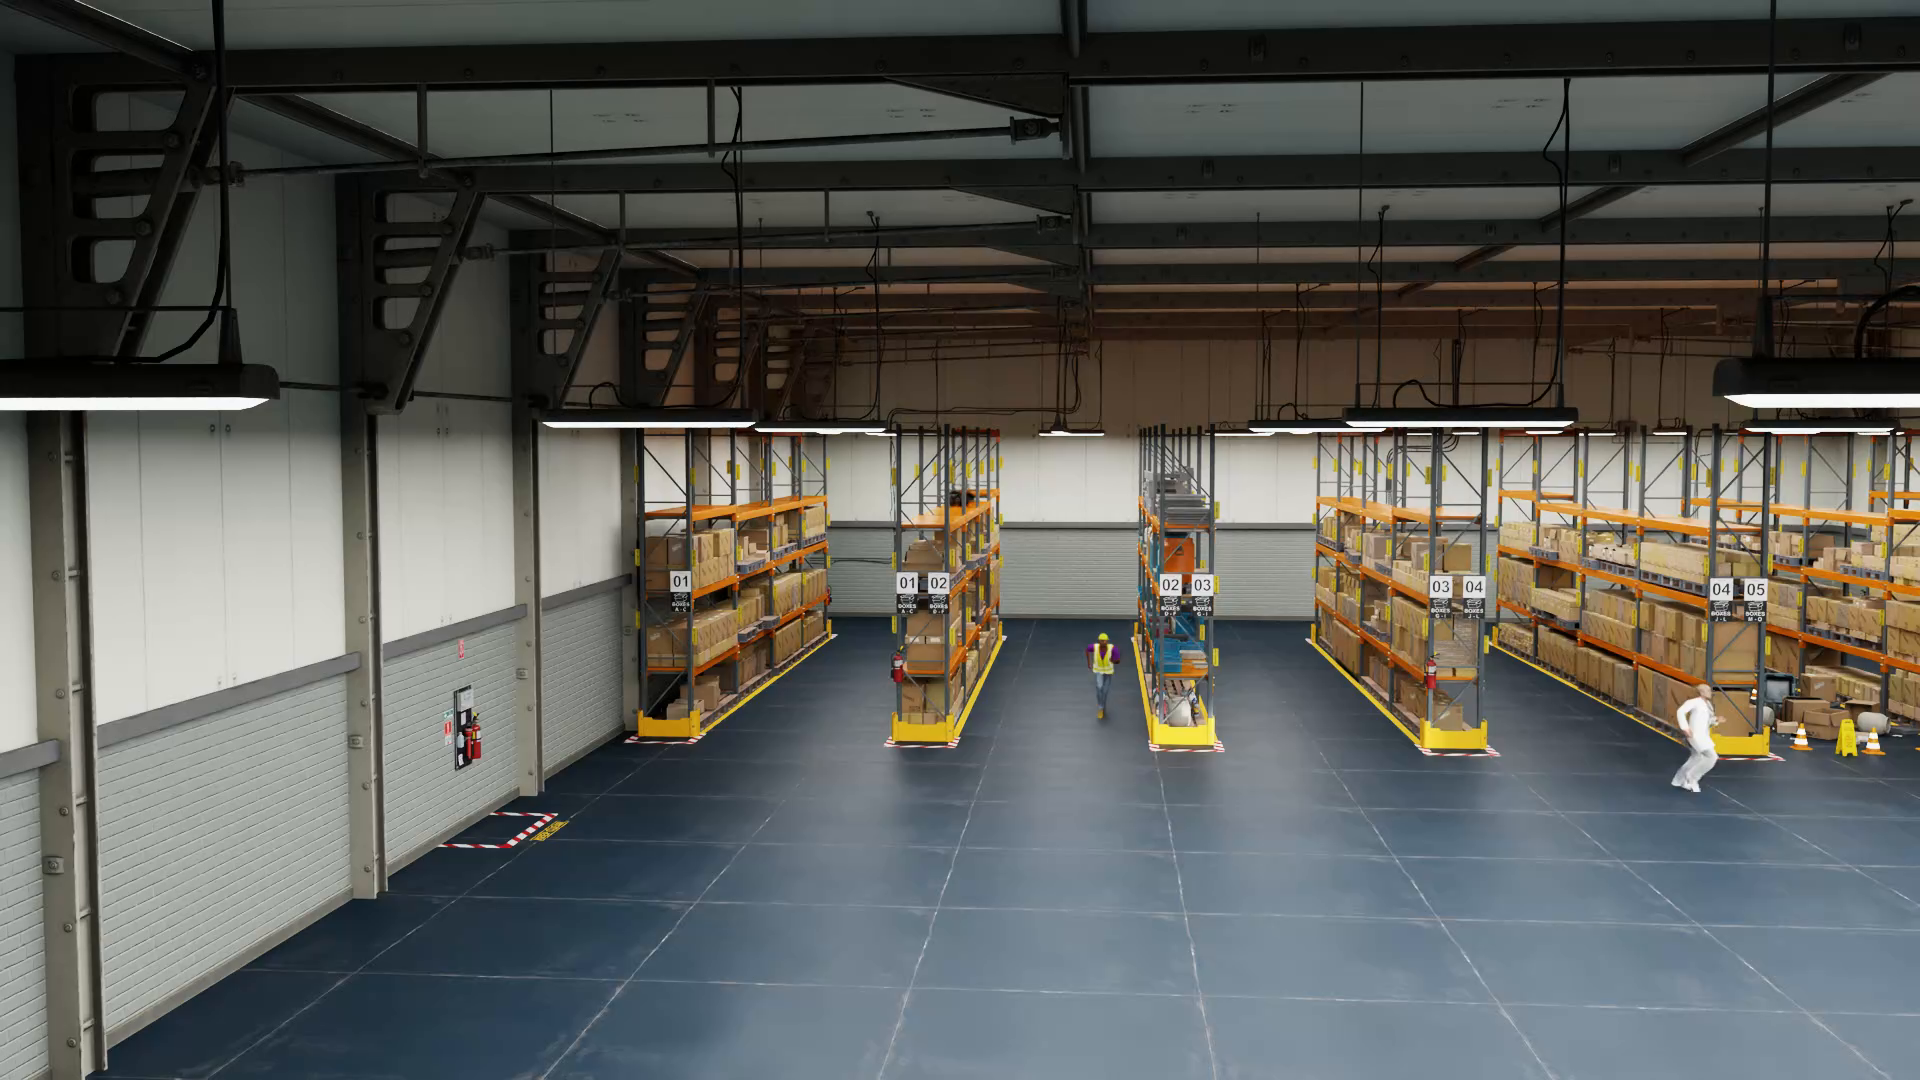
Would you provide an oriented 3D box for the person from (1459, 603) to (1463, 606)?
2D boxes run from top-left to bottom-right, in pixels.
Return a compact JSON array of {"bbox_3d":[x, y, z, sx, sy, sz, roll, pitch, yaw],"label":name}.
[{"bbox_3d":[13.808,2.044,46.807,0.608,1.681,0.712,-2,4,-33],"label":"person"}]

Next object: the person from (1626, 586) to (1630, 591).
[{"bbox_3d":[18.998,2.085,47.197,0.598,1.554,0.522,0,4,-8],"label":"person"}]

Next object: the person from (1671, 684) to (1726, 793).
[{"bbox_3d":[11.955,3.206,26.907,0.799,1.762,0.691,3,5,41],"label":"person"}]

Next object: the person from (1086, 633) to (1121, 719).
[{"bbox_3d":[2.948,2.781,34.304,0.690,1.768,0.958,0,3,-3],"label":"person"}]
